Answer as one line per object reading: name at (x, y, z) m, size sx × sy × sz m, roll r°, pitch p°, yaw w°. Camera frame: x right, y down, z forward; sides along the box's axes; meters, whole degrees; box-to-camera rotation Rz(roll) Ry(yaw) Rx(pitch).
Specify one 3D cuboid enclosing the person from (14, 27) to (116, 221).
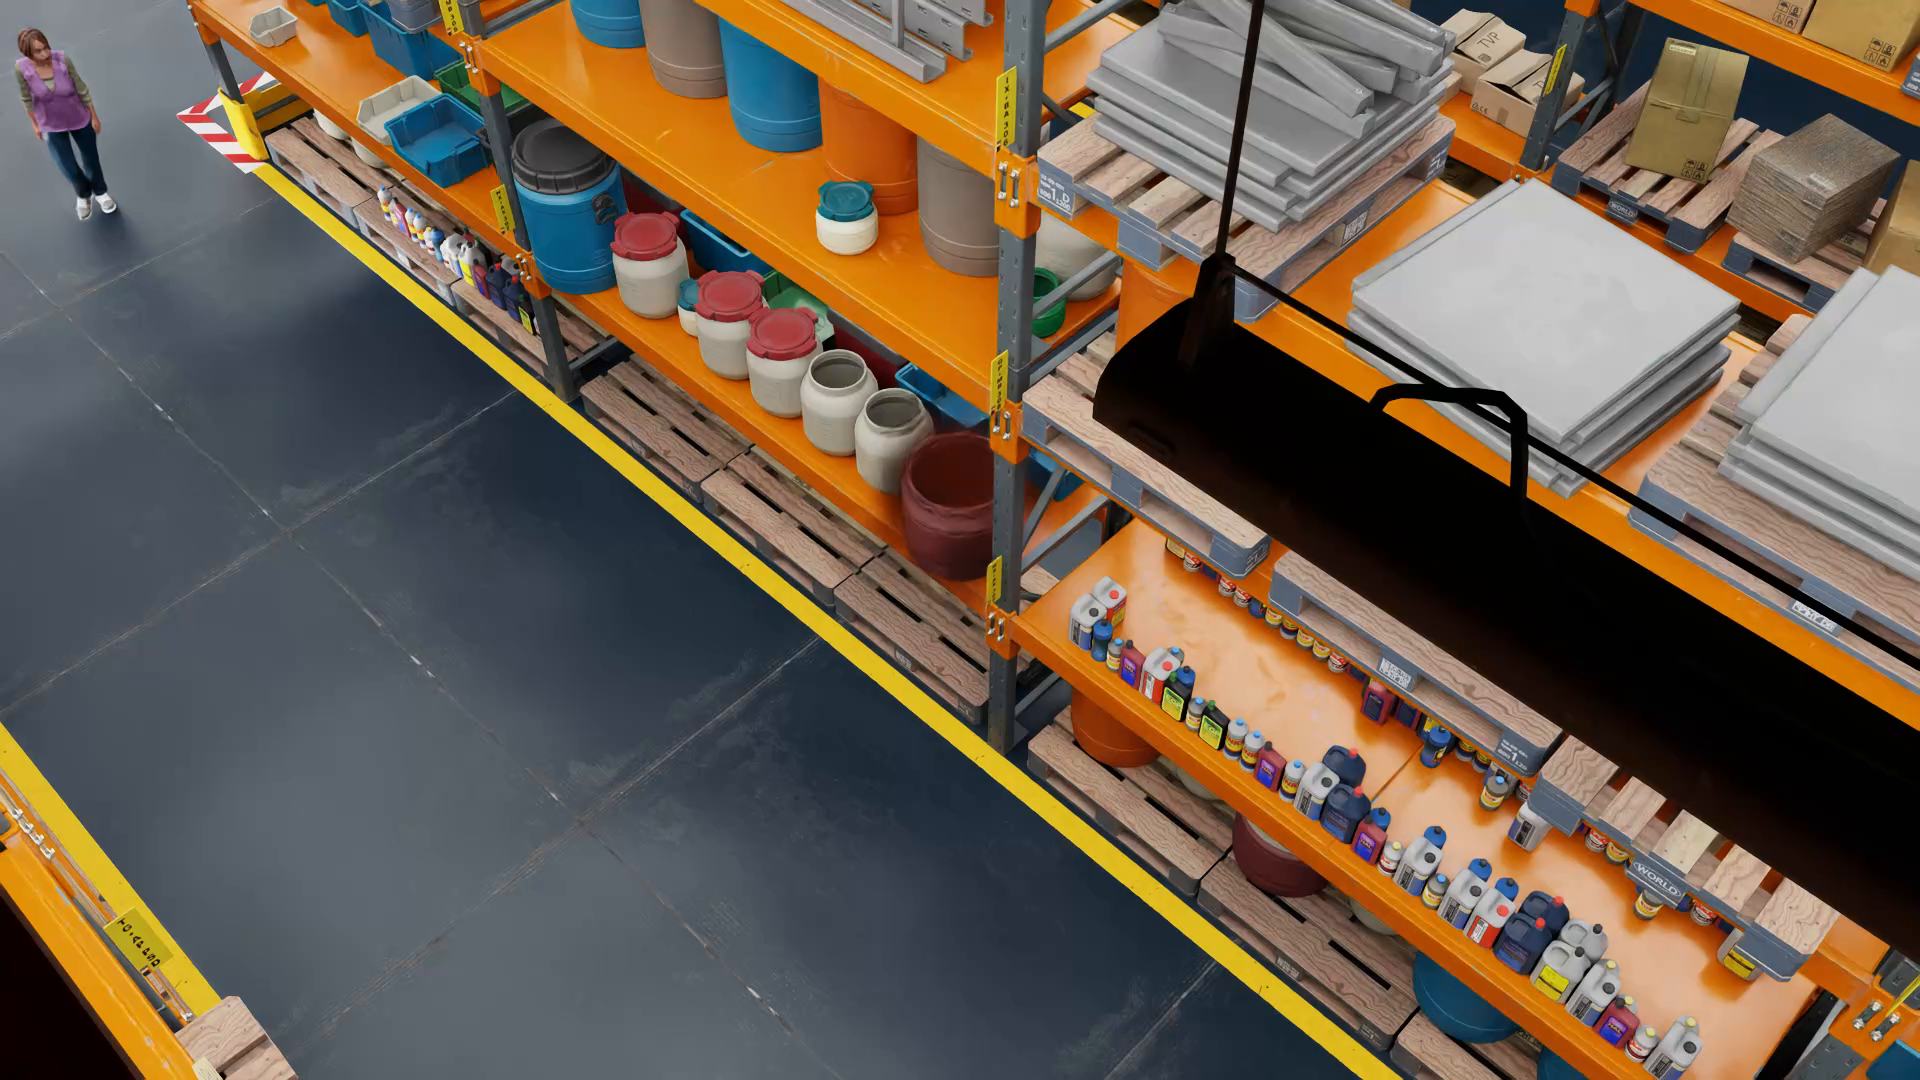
person at (-6.354, -2.897, 11.921) m, size 0.450 × 1.349 × 0.470 m, roll -28°, pitch 56°, yaw -22°
